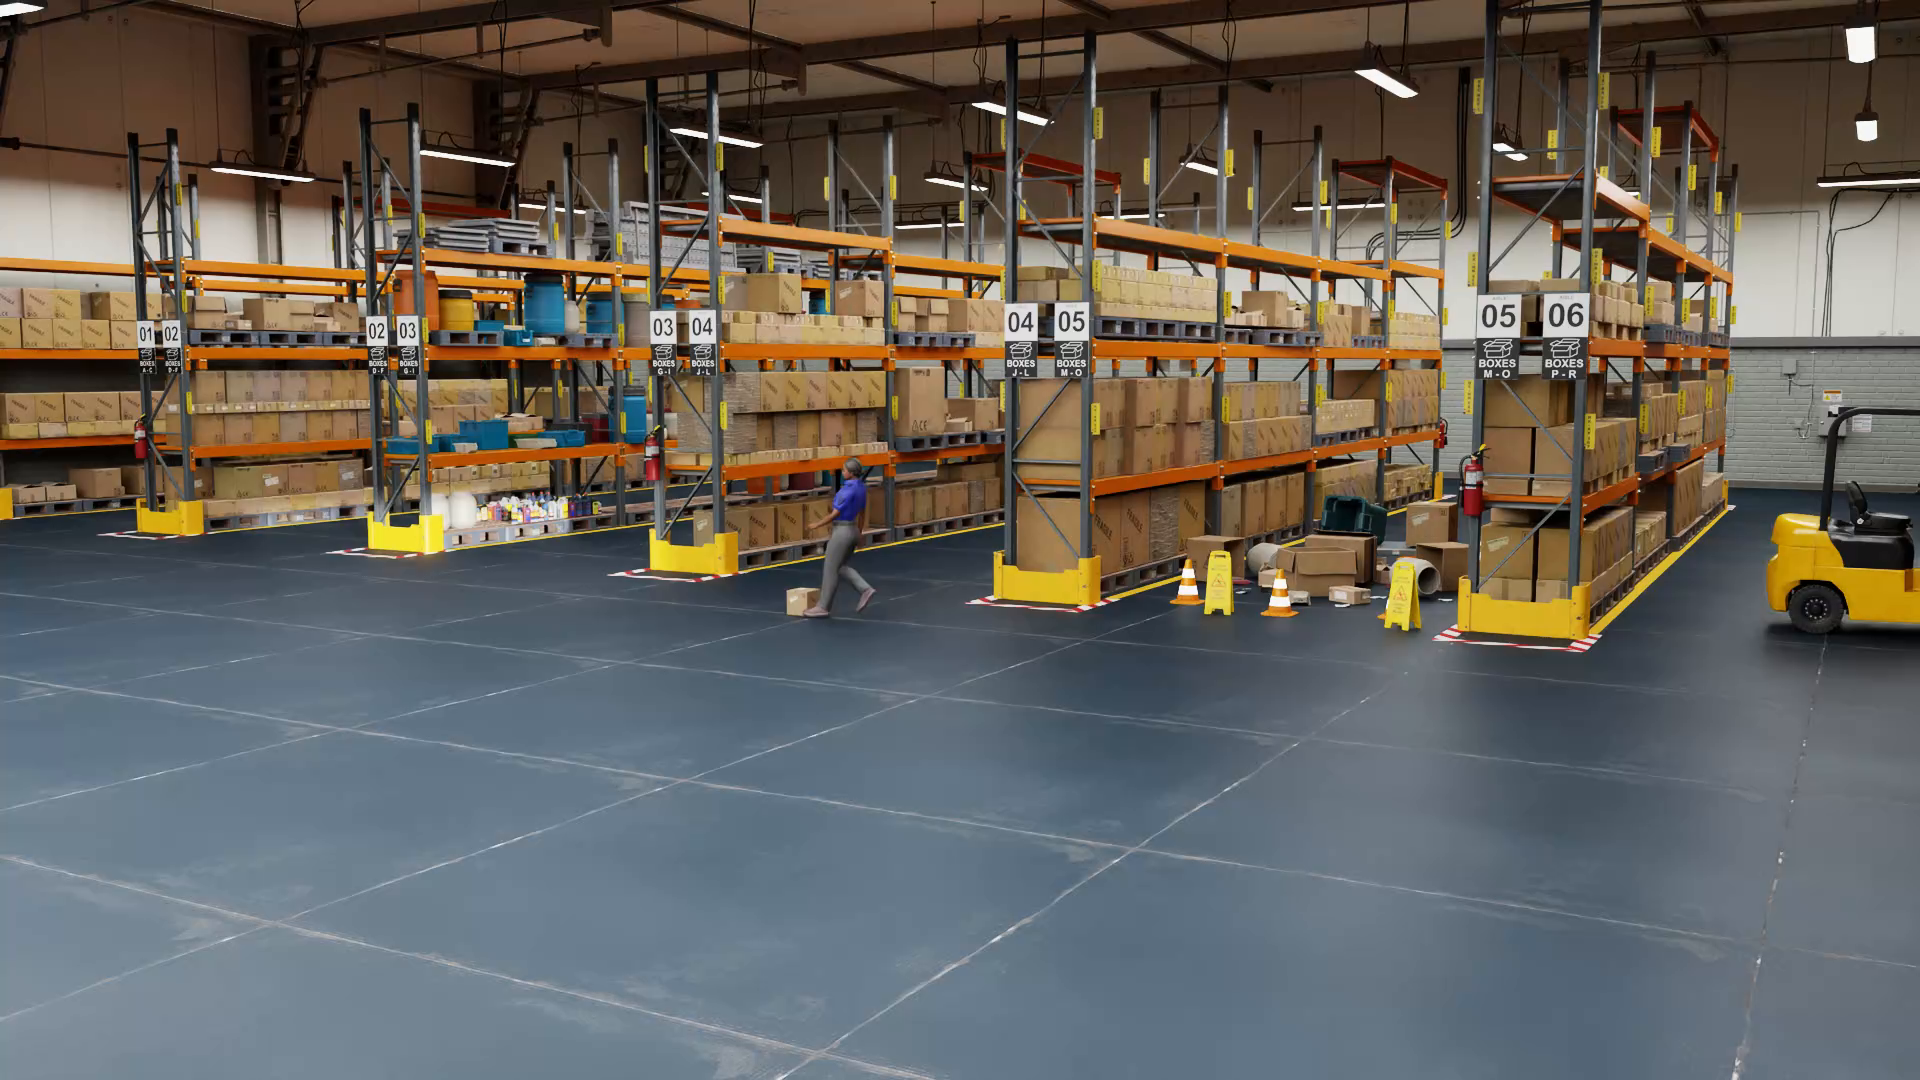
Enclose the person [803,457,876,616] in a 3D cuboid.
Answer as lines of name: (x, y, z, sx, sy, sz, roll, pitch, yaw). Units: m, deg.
person: (-1.231, -0.034, 16.777, 0.743, 1.609, 0.525, 2, 6, 18)
